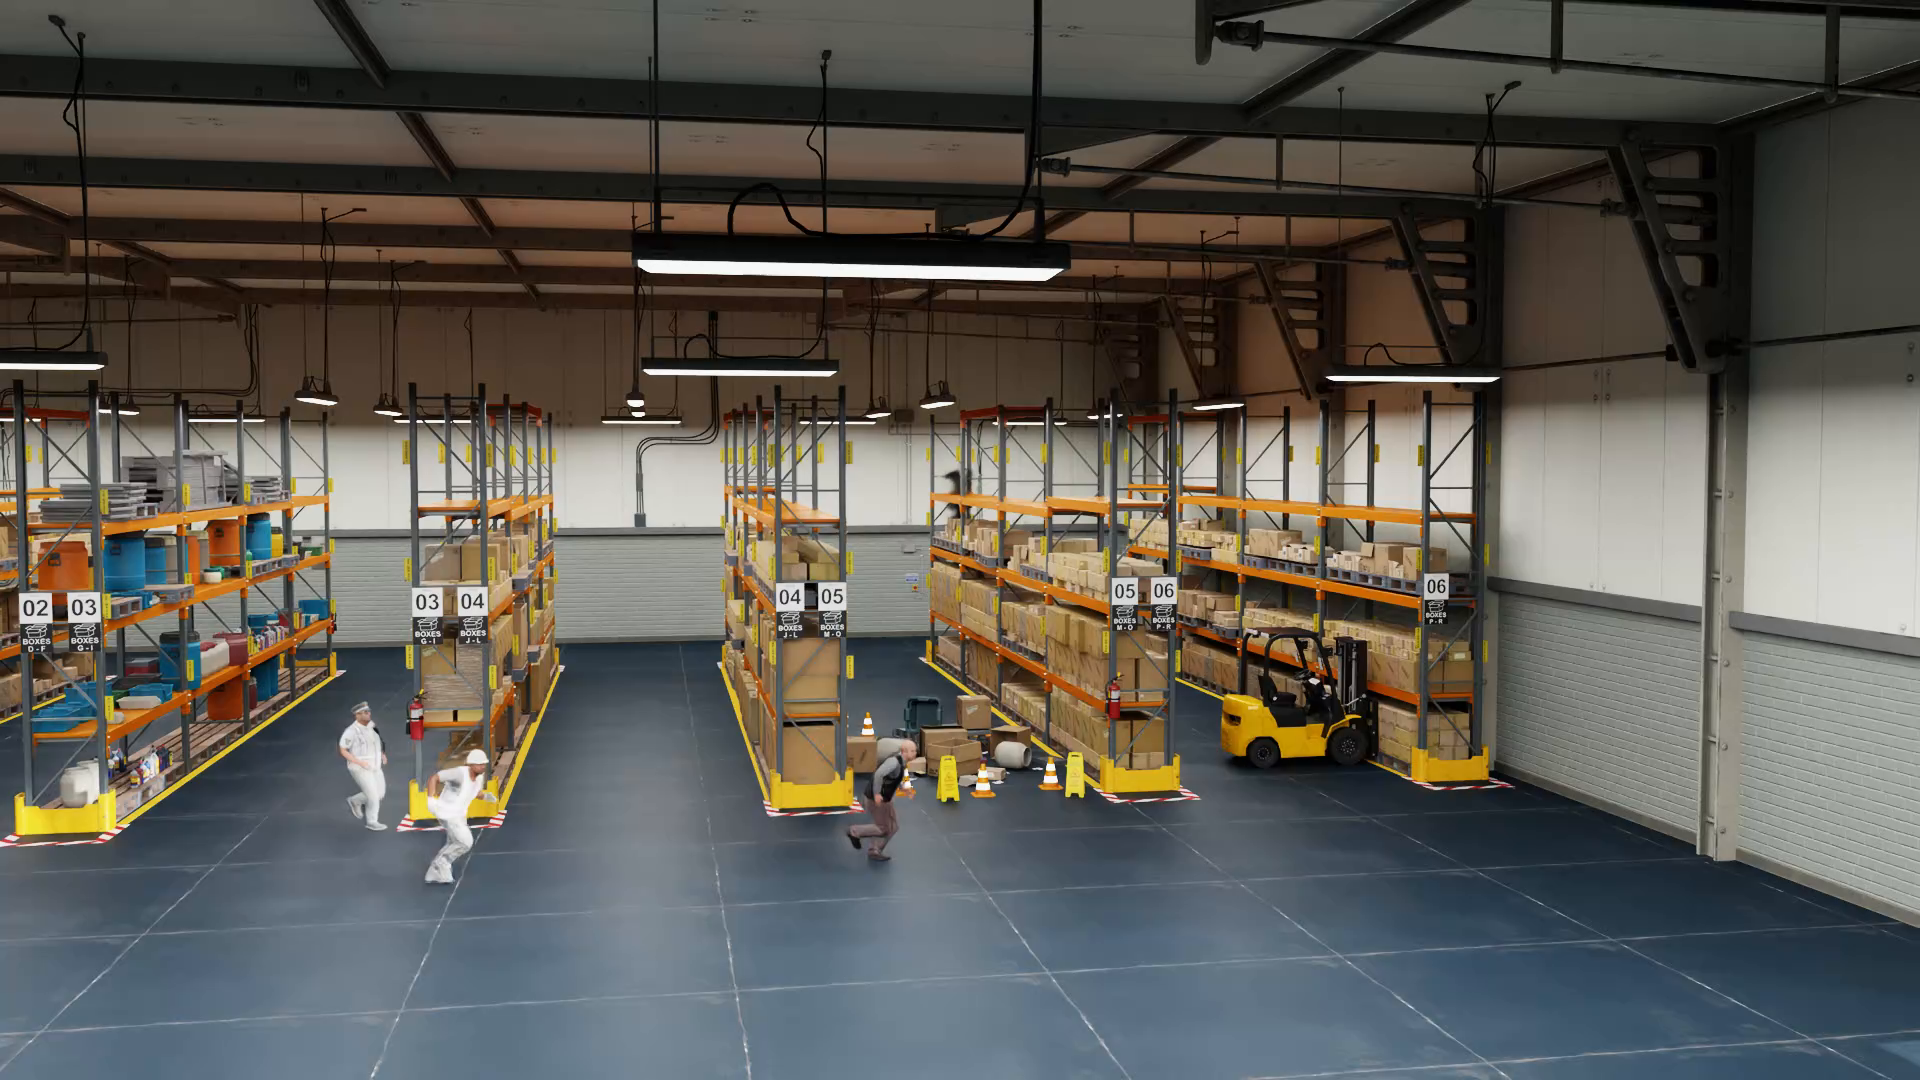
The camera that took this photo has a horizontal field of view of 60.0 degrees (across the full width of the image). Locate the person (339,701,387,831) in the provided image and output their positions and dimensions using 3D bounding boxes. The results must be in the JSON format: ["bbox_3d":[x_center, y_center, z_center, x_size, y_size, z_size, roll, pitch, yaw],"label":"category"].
[{"bbox_3d":[-8.006,3.008,22.210,0.661,1.736,0.673,1,3,22],"label":"person"}]

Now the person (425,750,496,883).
[{"bbox_3d":[-5.832,3.212,19.253,0.922,1.596,0.722,1,3,18],"label":"person"}]

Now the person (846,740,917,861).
[{"bbox_3d":[-0.969,3.214,20.463,0.909,1.519,0.672,1,3,12],"label":"person"}]
